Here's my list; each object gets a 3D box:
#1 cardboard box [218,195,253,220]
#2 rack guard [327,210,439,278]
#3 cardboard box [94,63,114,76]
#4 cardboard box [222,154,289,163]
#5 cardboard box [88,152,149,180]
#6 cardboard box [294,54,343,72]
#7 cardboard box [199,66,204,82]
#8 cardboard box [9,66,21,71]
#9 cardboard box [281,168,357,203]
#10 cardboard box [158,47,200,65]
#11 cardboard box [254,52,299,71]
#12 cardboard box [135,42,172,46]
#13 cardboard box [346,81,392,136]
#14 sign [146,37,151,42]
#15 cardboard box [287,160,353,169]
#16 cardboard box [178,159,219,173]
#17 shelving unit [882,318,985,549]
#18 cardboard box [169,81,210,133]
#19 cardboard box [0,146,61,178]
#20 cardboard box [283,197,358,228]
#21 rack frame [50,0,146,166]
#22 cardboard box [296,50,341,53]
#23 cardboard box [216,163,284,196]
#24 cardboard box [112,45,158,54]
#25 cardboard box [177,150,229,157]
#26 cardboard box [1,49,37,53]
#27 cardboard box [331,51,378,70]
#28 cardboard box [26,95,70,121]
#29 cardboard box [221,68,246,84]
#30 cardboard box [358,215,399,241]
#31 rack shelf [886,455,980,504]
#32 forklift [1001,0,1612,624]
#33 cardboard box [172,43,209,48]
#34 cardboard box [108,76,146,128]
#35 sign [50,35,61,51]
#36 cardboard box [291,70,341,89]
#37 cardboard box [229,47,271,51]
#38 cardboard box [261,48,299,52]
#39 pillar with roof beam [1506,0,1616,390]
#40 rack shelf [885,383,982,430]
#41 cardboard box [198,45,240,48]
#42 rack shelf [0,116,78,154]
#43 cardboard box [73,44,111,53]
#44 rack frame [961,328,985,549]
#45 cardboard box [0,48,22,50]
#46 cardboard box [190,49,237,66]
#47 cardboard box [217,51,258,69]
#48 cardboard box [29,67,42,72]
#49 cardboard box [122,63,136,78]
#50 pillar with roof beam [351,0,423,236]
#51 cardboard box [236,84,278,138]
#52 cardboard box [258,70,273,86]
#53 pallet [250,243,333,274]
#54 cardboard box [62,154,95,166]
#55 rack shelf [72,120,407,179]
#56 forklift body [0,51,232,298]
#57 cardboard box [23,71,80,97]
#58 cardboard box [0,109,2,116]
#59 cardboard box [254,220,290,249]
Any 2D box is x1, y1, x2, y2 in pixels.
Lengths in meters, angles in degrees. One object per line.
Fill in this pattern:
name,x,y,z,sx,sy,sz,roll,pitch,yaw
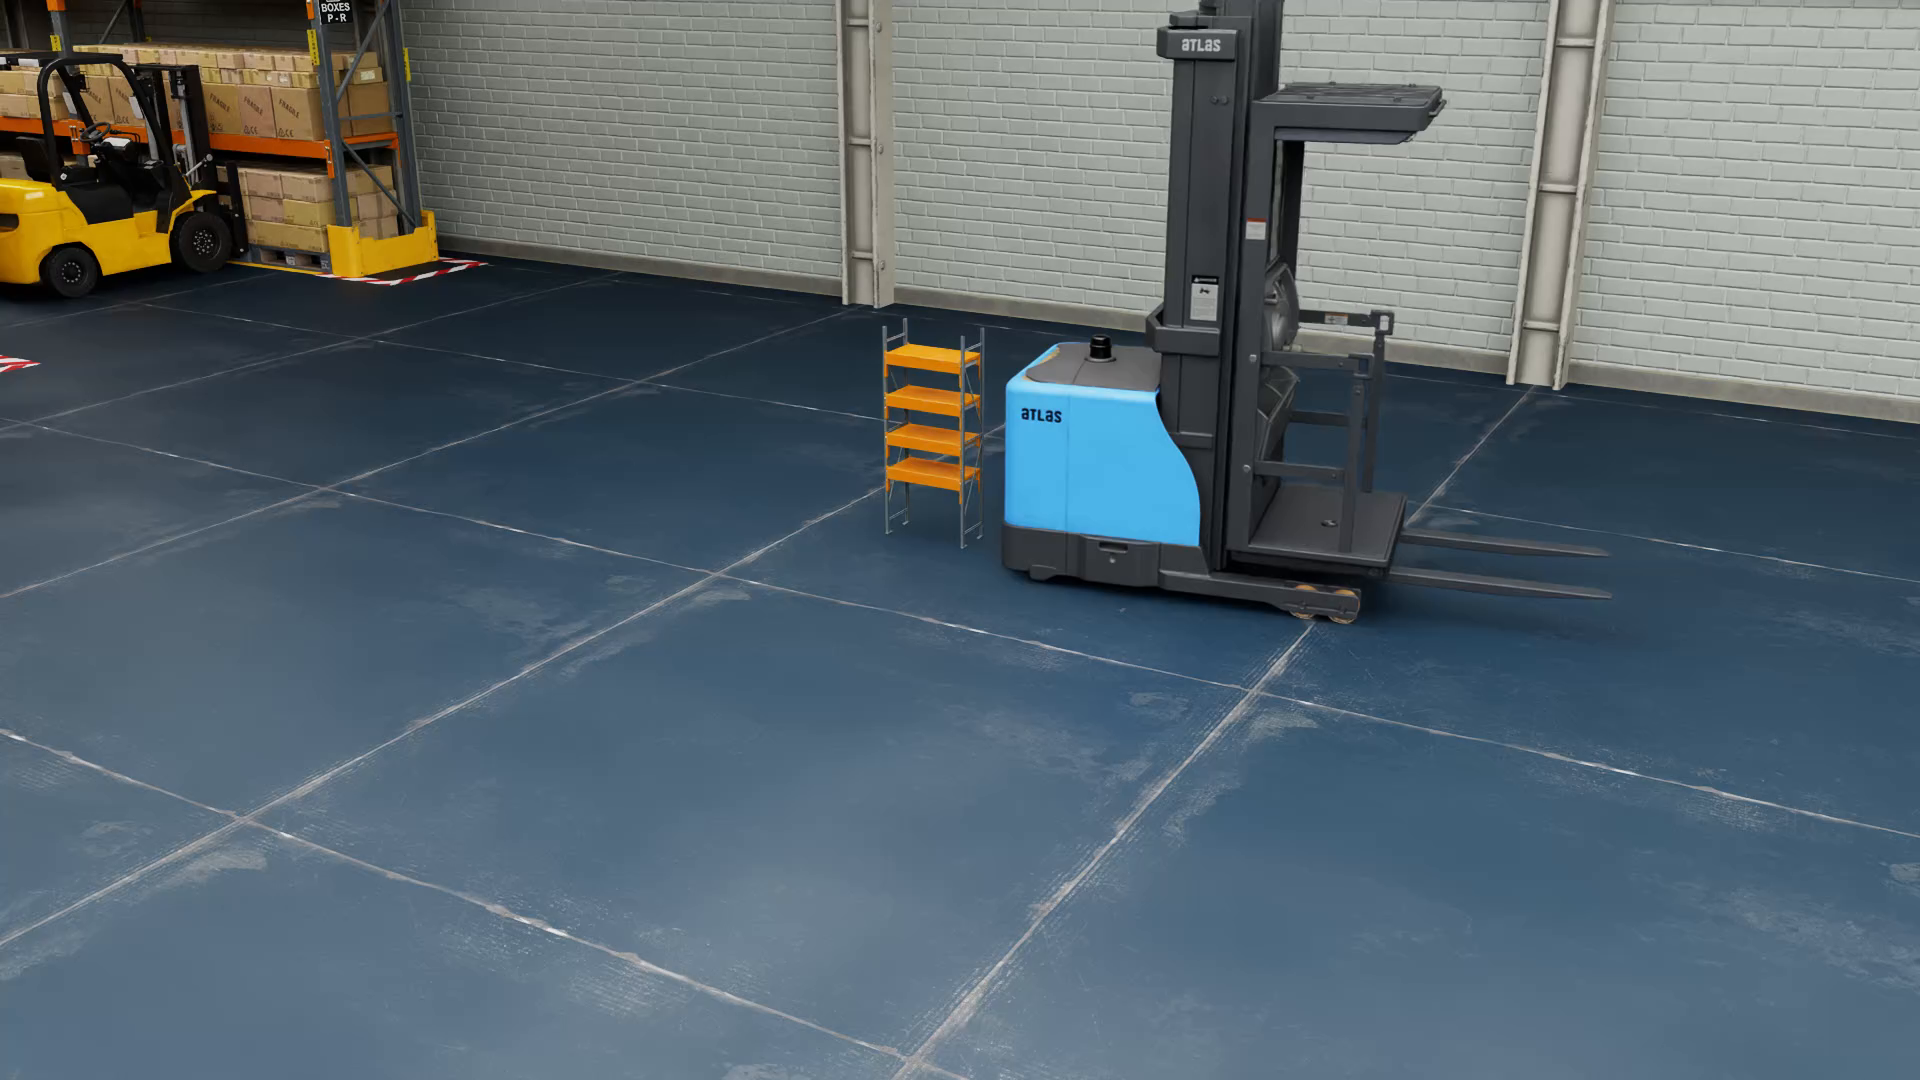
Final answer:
cardboard box,-7.384,-3.515,17.340,0.500,0.250,0.500,10,22,26
rack guard,-5.892,-3.042,17.019,0.348,0.500,1.175,11,23,27
cardboard box,-9.028,-5.065,17.830,0.250,0.149,0.380,11,23,29
cardboard box,-7.553,-3.988,17.911,0.500,0.250,0.500,10,22,26
cardboard box,-9.136,-4.088,18.185,0.500,0.250,0.500,10,22,26
cardboard box,-6.328,-4.710,16.416,0.250,0.149,0.380,11,23,27
cardboard box,-7.658,-4.822,17.161,0.250,0.149,0.380,11,22,27
cardboard box,-10.528,-5.327,18.555,0.250,0.149,0.380,10,22,26
cardboard box,-6.467,-3.580,16.785,0.500,0.250,0.500,12,23,29
cardboard box,-8.108,-5.046,17.344,0.250,0.149,0.380,11,23,27
cardboard box,-6.800,-4.777,16.602,0.250,0.149,0.380,11,23,28
cardboard box,-8.780,-5.361,18.211,0.250,0.149,0.380,10,22,26
cardboard box,-6.210,-4.433,17.041,0.500,0.500,0.500,12,23,29
sign,-9.136,-5.496,18.732,0.005,0.325,0.100,11,23,27
cardboard box,-6.678,-3.814,17.432,0.500,0.250,0.500,11,23,27
cardboard box,-8.254,-3.920,17.723,0.500,0.250,0.500,12,23,29
shelving unit,-0.145,-0.592,9.236,0.503,1.200,0.258,11,23,27
cardboard box,-7.811,-4.526,17.298,0.500,0.500,0.500,11,23,28
cardboard box,-11.197,-4.307,19.706,0.625,0.625,0.875,10,22,25
cardboard box,-6.490,-3.349,16.882,0.500,0.250,0.500,10,22,27
rack frame,-9.405,-4.887,18.437,0.127,3.000,1.000,11,23,27
cardboard box,-6.551,-4.926,17.011,0.250,0.149,0.380,11,23,28
cardboard box,-7.361,-3.744,17.238,0.500,0.250,0.500,11,23,28
cardboard box,-8.772,-5.181,17.714,0.250,0.149,0.380,10,22,26
cardboard box,-8.431,-4.157,18.377,0.500,0.250,0.500,10,22,27
cardboard box,-10.915,-5.628,19.384,0.250,0.149,0.380,11,23,28
cardboard box,-6.102,-4.833,16.754,0.250,0.149,0.380,10,22,26
cardboard box,-9.972,-4.822,18.479,0.500,0.250,0.500,11,23,29
cardboard box,-7.253,-4.717,16.873,0.250,0.149,0.380,10,22,26
cardboard box,-6.246,-3.266,17.386,0.500,0.250,0.500,11,23,28
rack shelf,-0.145,-0.342,9.327,0.480,0.148,0.258,11,23,27
forklift,1.794,-1.167,8.285,3.031,2.935,1.130,7,21,18
cardboard box,-8.293,-5.298,18.038,0.250,0.149,0.380,10,22,26
cardboard box,-8.682,-4.700,17.777,0.500,0.500,0.500,11,23,28
sign,-9.661,-5.230,17.804,0.005,0.325,0.100,11,23,27
cardboard box,-6.352,-4.547,16.405,0.250,0.149,0.380,11,23,28
cardboard box,-7.438,-5.098,17.487,0.250,0.149,0.380,11,23,28
cardboard box,-7.002,-5.008,17.237,0.250,0.149,0.380,12,23,29
pillar with roof beam,2.296,-4.148,7.605,0.400,9.000,9.100,11,23,27
rack shelf,-0.145,-0.739,9.183,0.480,0.148,0.258,11,23,27
cardboard box,-7.877,-5.193,17.747,0.250,0.149,0.380,11,22,27
rack shelf,-11.151,-4.881,19.477,4.000,0.370,1.077,11,23,27
cardboard box,-9.271,-5.237,17.869,0.250,0.149,0.380,11,23,28
rack frame,0.068,-0.551,9.124,0.015,1.200,0.240,11,23,27
cardboard box,-11.338,-5.735,19.679,0.250,0.149,0.380,10,22,26
cardboard box,-7.670,-4.963,17.115,0.250,0.149,0.380,11,23,28
cardboard box,-7.263,-4.851,16.805,0.250,0.149,0.380,11,23,29
cardboard box,-10.046,-5.267,18.387,0.250,0.149,0.380,10,22,27
cardboard box,-8.608,-4.966,17.560,0.250,0.149,0.380,11,23,28
pillar with roof beam,-8.181,-6.144,13.106,0.400,9.000,9.100,11,23,27
cardboard box,-6.919,-4.361,16.842,0.500,0.500,0.500,12,23,29
cardboard box,-6.786,-4.643,16.667,0.250,0.149,0.380,11,23,28
pallet,-6.601,-3.025,17.395,1.213,0.211,1.003,11,23,27
cardboard box,-9.866,-4.051,19.001,0.625,0.625,0.875,12,23,30
rack shelf,-7.659,-4.216,17.643,4.000,0.370,1.077,11,23,27
forklift body,-8.458,-3.595,16.120,1.214,2.155,2.313,11,23,27
cardboard box,-9.958,-5.057,18.393,0.500,0.250,0.500,10,22,26
cardboard box,-10.833,-4.996,18.958,0.500,0.250,0.500,11,23,28
cardboard box,-6.907,-3.196,17.193,0.500,0.250,0.500,11,23,27
